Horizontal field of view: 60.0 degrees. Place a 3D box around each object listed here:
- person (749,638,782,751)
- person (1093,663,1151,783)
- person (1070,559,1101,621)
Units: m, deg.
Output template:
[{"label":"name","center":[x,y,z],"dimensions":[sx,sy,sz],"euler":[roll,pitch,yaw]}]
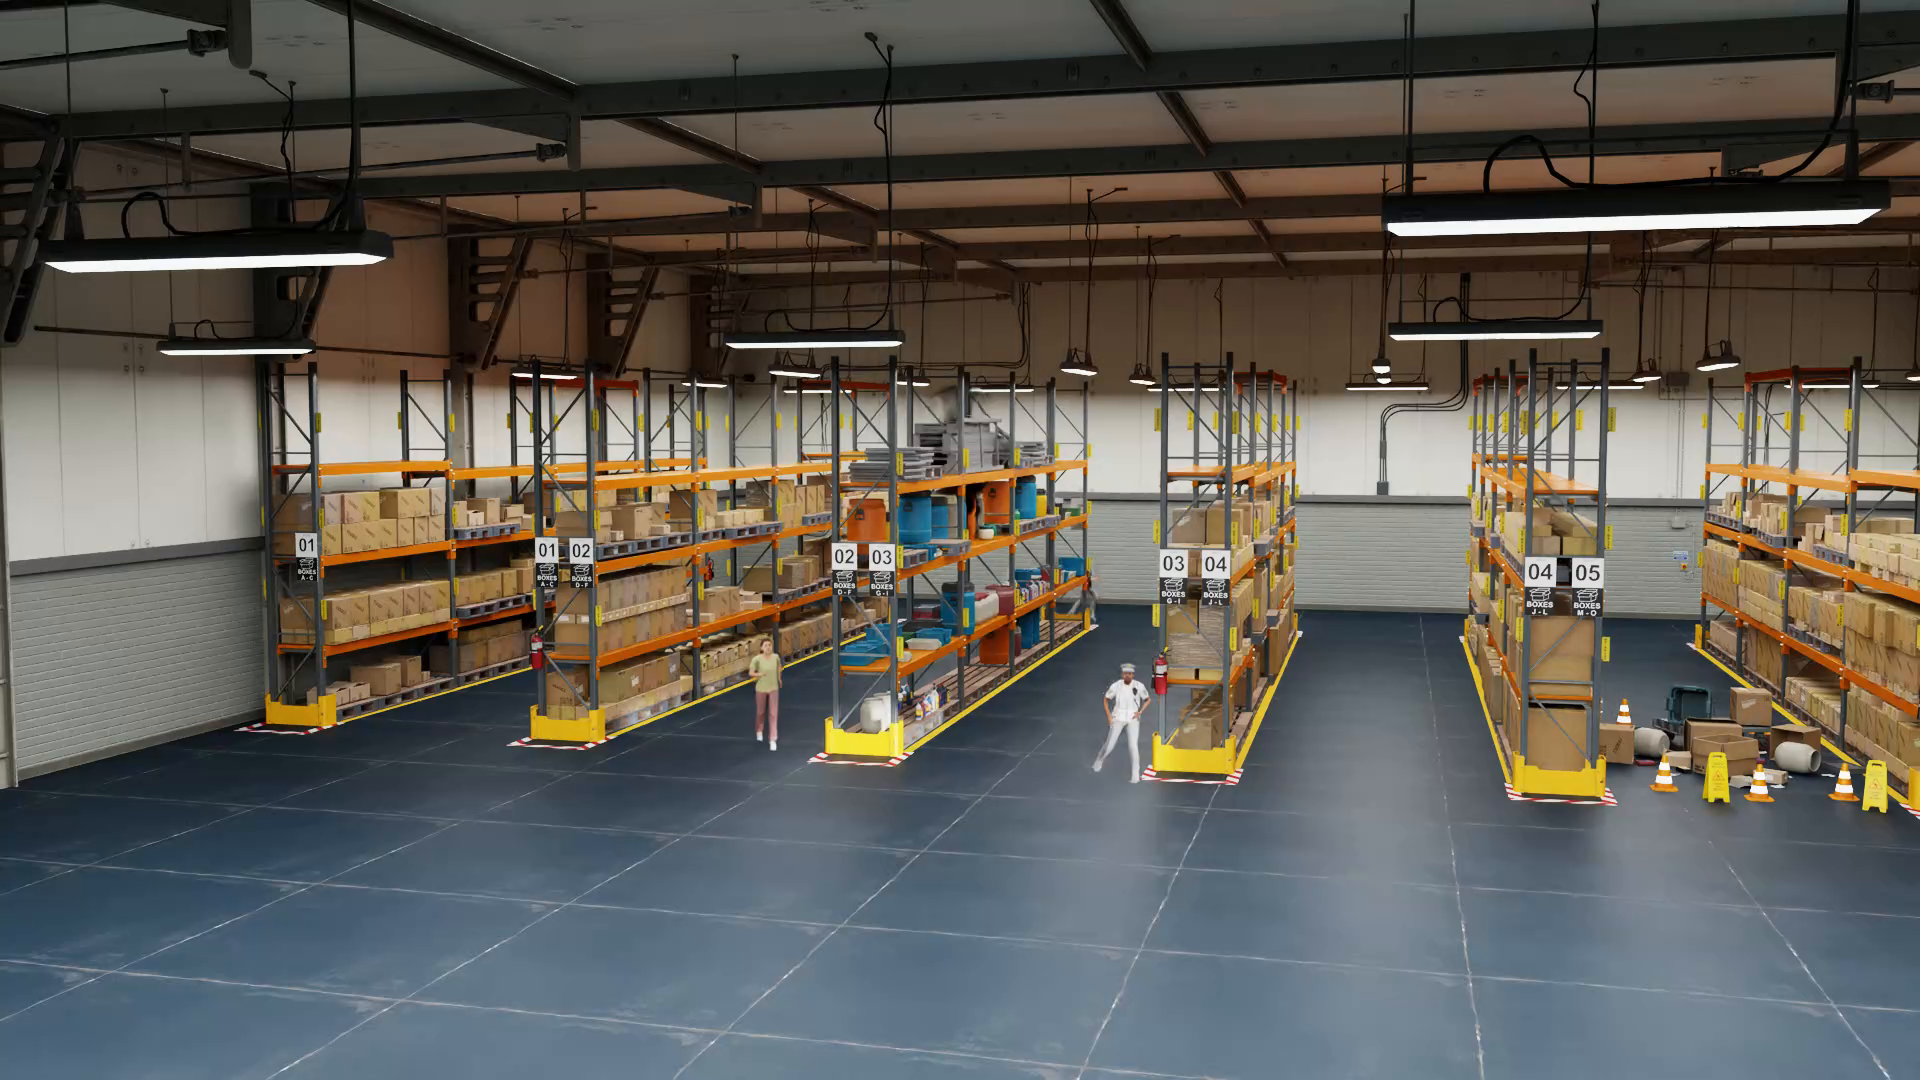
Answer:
[{"label":"person","center":[-2.994,2.336,25.637],"dimensions":[0.562,1.678,0.948],"euler":[-1,4,-18]},{"label":"person","center":[2.281,2.555,23.415],"dimensions":[0.809,1.695,0.671],"euler":[0,4,3]},{"label":"person","center":[3.199,1.248,42.116],"dimensions":[0.828,1.603,0.545],"euler":[2,4,26]}]
